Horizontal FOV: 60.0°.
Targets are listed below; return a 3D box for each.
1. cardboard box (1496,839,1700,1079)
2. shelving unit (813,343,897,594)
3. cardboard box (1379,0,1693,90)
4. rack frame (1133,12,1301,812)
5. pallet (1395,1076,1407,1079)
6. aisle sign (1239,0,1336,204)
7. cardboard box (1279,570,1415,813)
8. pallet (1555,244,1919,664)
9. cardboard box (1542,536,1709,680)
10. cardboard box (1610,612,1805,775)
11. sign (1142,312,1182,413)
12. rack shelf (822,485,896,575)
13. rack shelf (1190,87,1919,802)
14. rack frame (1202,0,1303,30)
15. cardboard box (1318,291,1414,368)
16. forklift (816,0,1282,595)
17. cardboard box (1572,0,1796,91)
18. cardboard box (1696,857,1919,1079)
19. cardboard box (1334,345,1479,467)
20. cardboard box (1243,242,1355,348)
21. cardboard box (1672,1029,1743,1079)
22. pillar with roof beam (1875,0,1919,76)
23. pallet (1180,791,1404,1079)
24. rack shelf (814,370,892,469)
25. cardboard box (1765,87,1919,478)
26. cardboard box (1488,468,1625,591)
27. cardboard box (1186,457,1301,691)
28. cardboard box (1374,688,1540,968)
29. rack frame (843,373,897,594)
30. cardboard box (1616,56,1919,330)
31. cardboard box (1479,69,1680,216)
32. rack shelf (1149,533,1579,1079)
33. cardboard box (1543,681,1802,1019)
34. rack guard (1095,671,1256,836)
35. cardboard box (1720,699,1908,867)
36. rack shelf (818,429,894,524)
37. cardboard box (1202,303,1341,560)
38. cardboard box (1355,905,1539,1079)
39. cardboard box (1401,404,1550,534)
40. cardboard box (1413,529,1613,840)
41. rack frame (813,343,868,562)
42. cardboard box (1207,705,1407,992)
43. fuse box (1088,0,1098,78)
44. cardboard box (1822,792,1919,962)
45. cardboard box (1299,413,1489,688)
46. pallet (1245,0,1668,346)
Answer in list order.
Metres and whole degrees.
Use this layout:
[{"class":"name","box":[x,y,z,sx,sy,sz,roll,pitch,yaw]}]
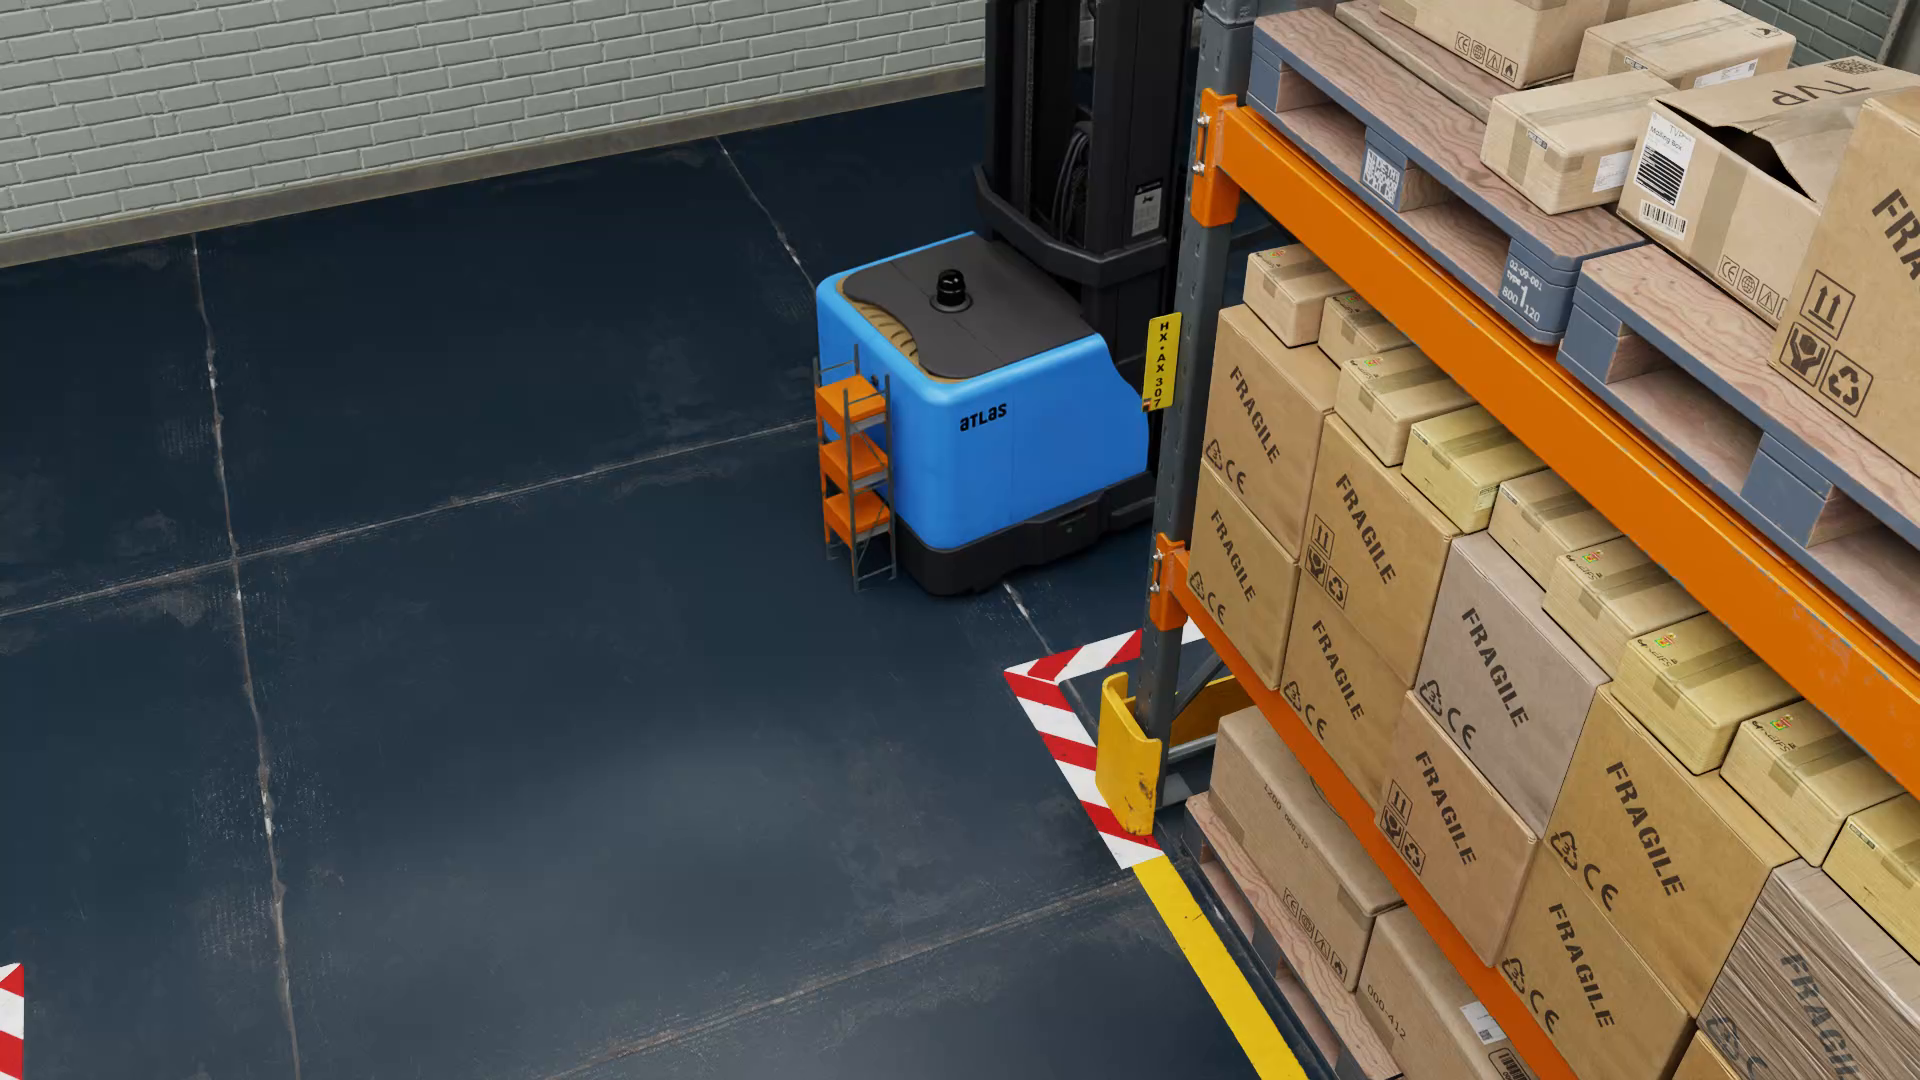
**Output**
[{"class":"cardboard box","box":[1.621,0.940,3.779,0.500,0.500,0.500,-14,43,-15]},{"class":"shelving unit","box":[-0.421,-0.273,6.762,0.215,1.050,0.252,-22,45,-24]},{"class":"cardboard box","box":[1.354,-1.318,3.897,0.500,0.250,0.500,-19,44,-21]},{"class":"rack frame","box":[1.098,-0.289,5.285,1.000,3.000,0.127,-15,43,-17]},{"class":"pallet","box":[1.939,1.964,4.804,1.003,0.211,1.213,-15,43,-17]},{"class":"aisle sign","box":[0.803,-1.245,4.404,0.394,0.787,0.004,-15,43,-17]},{"class":"cardboard box","box":[1.236,0.332,4.487,0.500,0.500,0.500,-16,43,-17]},{"class":"pallet","box":[1.862,-0.212,2.964,1.003,0.211,1.213,-15,43,-17]},{"class":"cardboard box","box":[1.461,0.116,3.473,0.380,0.149,0.250,-15,43,-16]},{"class":"cardboard box","box":[1.533,0.276,3.288,0.380,0.149,0.250,-16,43,-18]},{"class":"sign","box":[0.583,-0.512,4.820,0.100,0.325,0.005,-15,43,-17]},{"class":"rack shelf","box":[-0.420,-0.055,6.950,0.215,0.259,0.240,-22,45,-24]},{"class":"rack shelf","box":[1.864,0.051,3.141,1.077,0.370,4.000,-15,43,-17]},{"class":"rack frame","box":[1.098,-2.563,3.329,1.000,3.000,0.127,-15,43,-17]},{"class":"cardboard box","box":[1.144,-0.529,4.223,0.380,0.149,0.250,-14,43,-16]},{"class":"forklift","box":[0.913,-1.612,6.876,3.031,2.935,1.130,-22,45,-24]},{"class":"cardboard box","box":[1.588,-1.047,3.660,0.380,0.149,0.250,-18,44,-20]},{"class":"cardboard box","box":[1.803,0.876,3.087,0.500,0.500,0.500,-15,43,-16]},{"class":"cardboard box","box":[1.138,-0.344,4.008,0.380,0.149,0.250,-14,43,-16]},{"class":"cardboard box","box":[0.978,-0.669,4.386,0.380,0.149,0.250,-14,43,-16]},{"class":"cardboard box","box":[1.807,1.259,3.408,0.500,0.500,0.500,-16,43,-17]},{"class":"pillar with roof beam","box":[1.507,-4.579,5.673,9.100,9.000,0.400,-15,43,-17]},{"class":"pallet","box":[1.477,1.231,5.657,1.003,0.211,1.213,-15,43,-17]},{"class":"rack shelf","box":[-0.421,-0.480,6.584,0.215,0.259,0.240,-22,45,-24]},{"class":"cardboard box","box":[1.731,-0.409,2.649,0.500,0.500,0.500,-14,43,-16]},{"class":"cardboard box","box":[1.405,-0.044,3.660,0.380,0.149,0.250,-15,43,-16]},{"class":"cardboard box","box":[1.017,0.034,4.833,0.500,0.500,0.500,-15,43,-17]},{"class":"cardboard box","box":[1.414,0.643,4.125,0.500,0.500,0.500,-15,43,-17]},{"class":"rack frame","box":[-0.356,-0.206,6.683,0.200,1.050,0.008,-22,45,-24]},{"class":"cardboard box","box":[1.625,-0.675,3.104,0.500,0.311,0.500,-14,43,-16]},{"class":"cardboard box","box":[1.302,-0.815,3.391,0.380,0.149,0.250,-14,43,-15]},{"class":"rack shelf","box":[1.864,1.189,4.119,1.077,0.370,4.000,-15,43,-17]},{"class":"cardboard box","box":[1.619,0.572,3.440,0.500,0.500,0.500,-15,43,-17]},{"class":"rack guard","box":[1.089,0.645,6.117,1.175,0.500,0.348,-15,43,-17]},{"class":"cardboard box","box":[1.678,0.422,3.118,0.380,0.149,0.250,-15,43,-17]},{"class":"rack shelf","box":[-0.421,-0.265,6.769,0.215,0.259,0.240,-22,45,-24]},{"class":"cardboard box","box":[1.019,-0.346,4.508,0.500,0.500,0.500,-16,43,-18]},{"class":"cardboard box","box":[1.801,1.445,4.912,0.875,0.438,0.875,-14,43,-16]},{"class":"cardboard box","box":[1.255,-0.190,3.829,0.380,0.149,0.250,-16,43,-18]},{"class":"cardboard box","box":[1.427,0.272,3.790,0.500,0.500,0.500,-15,43,-17]},{"class":"rack frame","box":[-0.485,-0.341,6.841,0.200,1.050,0.008,-22,45,-24]},{"class":"cardboard box","box":[1.443,0.896,5.550,0.875,0.438,0.875,-17,43,-18]},{"class":"fuse box","box":[0.916,-3.627,10.156,0.539,1.711,0.414,-15,43,-17]},{"class":"cardboard box","box":[1.786,0.566,2.950,0.380,0.149,0.250,-16,43,-18]},{"class":"cardboard box","box":[1.223,-0.036,4.148,0.500,0.500,0.500,-16,43,-18]},{"class":"pallet","box":[1.392,-0.948,3.819,1.003,0.211,1.213,-15,43,-17]}]
